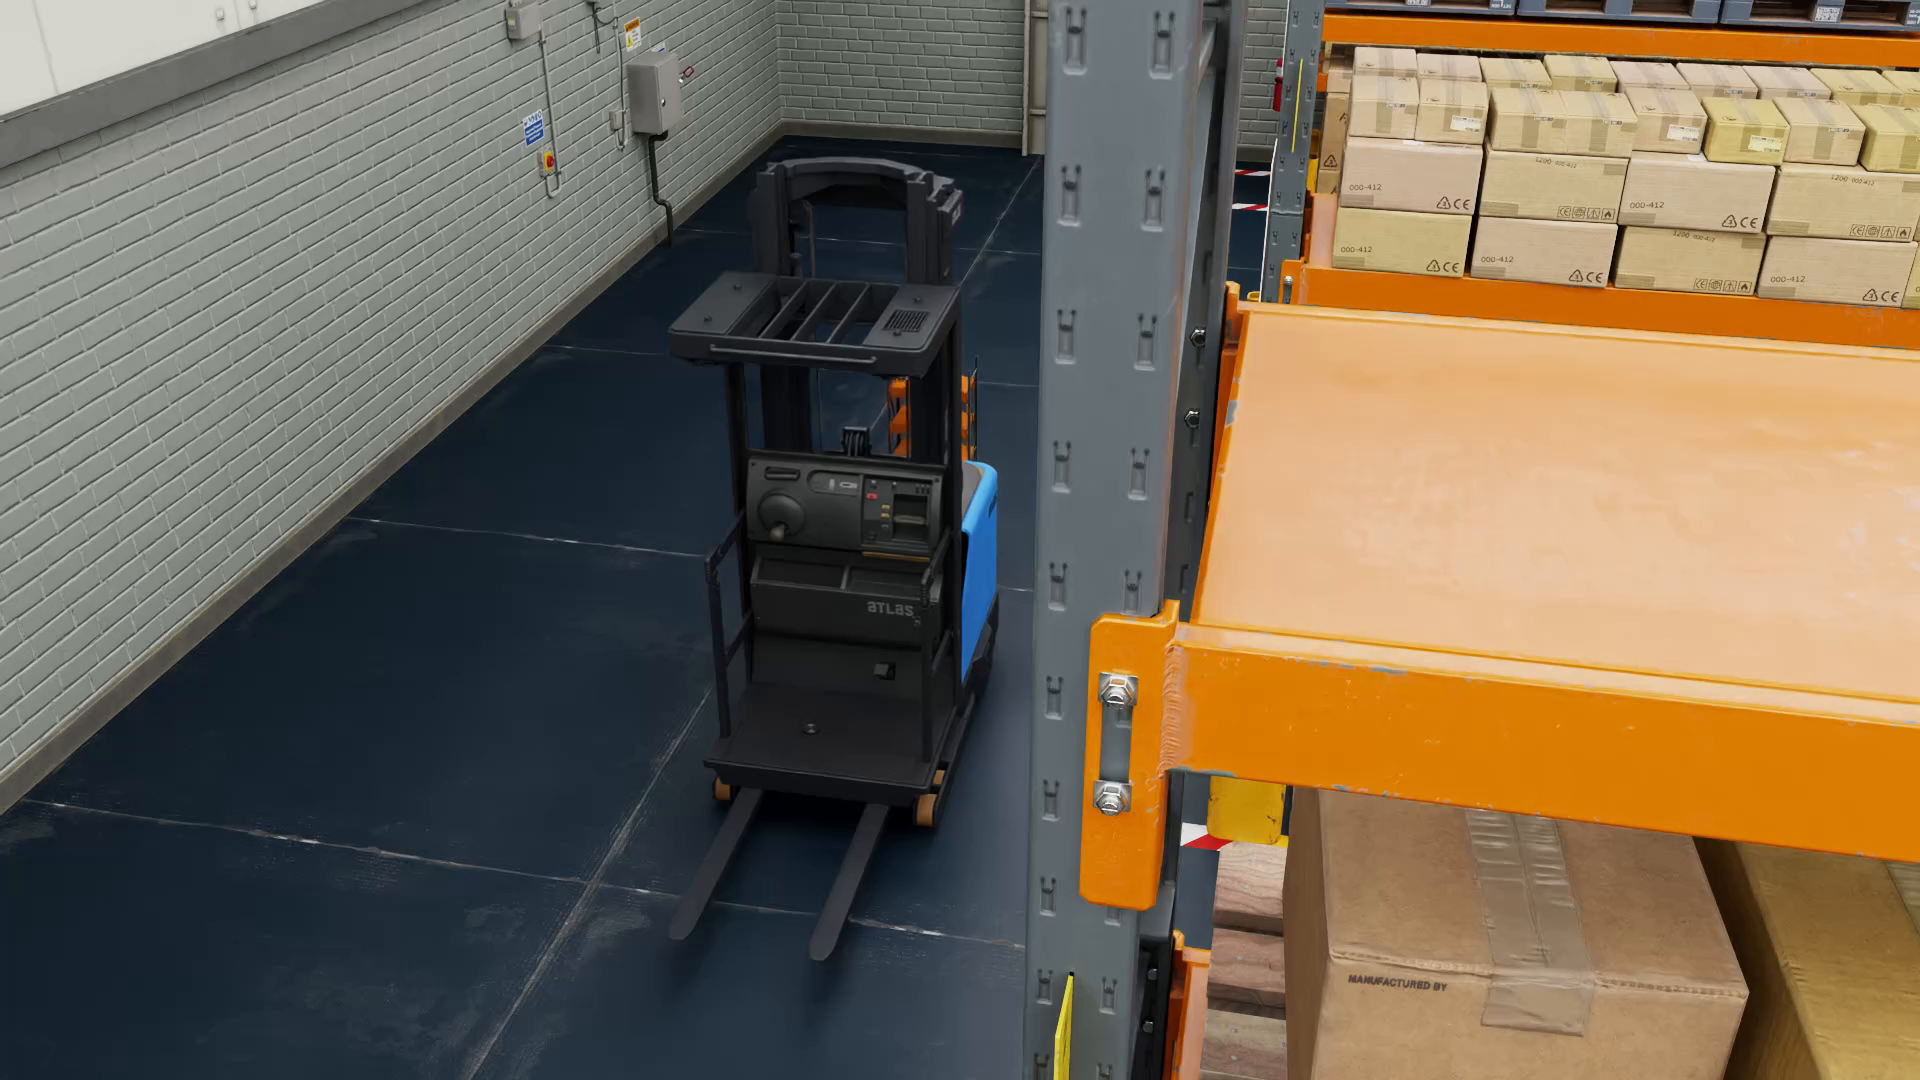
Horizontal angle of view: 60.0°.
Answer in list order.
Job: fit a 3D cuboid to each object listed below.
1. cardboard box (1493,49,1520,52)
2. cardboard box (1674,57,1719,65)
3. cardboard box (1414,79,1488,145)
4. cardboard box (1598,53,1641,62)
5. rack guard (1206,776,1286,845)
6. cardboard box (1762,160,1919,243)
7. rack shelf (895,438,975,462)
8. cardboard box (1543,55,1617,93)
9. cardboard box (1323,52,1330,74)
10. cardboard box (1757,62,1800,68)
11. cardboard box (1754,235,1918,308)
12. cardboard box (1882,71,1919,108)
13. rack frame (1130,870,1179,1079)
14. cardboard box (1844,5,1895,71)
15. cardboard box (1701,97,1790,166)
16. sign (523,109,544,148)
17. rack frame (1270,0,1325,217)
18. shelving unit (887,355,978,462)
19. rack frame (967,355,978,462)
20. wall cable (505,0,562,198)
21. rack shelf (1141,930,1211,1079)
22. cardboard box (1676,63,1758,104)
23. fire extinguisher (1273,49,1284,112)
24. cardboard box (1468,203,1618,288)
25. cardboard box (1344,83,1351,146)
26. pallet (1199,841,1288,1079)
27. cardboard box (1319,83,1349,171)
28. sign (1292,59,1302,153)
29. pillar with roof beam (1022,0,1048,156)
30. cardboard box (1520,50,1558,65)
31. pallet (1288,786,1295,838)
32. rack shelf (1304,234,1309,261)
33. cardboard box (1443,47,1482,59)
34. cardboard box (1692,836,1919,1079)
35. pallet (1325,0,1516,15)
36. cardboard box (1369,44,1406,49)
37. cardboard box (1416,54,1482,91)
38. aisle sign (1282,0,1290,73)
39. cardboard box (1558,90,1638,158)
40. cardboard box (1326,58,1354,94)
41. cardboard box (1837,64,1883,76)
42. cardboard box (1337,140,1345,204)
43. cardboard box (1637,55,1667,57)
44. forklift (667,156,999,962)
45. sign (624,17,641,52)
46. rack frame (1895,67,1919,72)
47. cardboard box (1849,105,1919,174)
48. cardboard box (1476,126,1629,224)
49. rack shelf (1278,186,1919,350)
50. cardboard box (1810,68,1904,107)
[{"bbox_3d":[5.223,-4.596,15.530,0.500,0.250,0.500,5,29,9],"label":"cardboard box"},{"bbox_3d":[4.970,-3.150,11.222,0.250,0.149,0.380,5,29,9],"label":"cardboard box"},{"bbox_3d":[1.889,-1.649,6.397,0.250,0.149,0.380,7,29,13],"label":"cardboard box"},{"bbox_3d":[4.481,-3.194,11.302,0.250,0.149,0.380,6,29,11],"label":"cardboard box"},{"bbox_3d":[1.448,0.926,8.201,0.348,0.500,1.175,6,29,11],"label":"rack guard"},{"bbox_3d":[3.247,-1.323,6.218,0.500,0.250,0.500,5,29,9],"label":"cardboard box"},{"bbox_3d":[-0.162,-0.484,10.187,0.480,0.148,0.258,6,29,11],"label":"rack shelf"},{"bbox_3d":[2.513,-1.855,6.774,0.250,0.149,0.380,6,29,11],"label":"cardboard box"},{"bbox_3d":[3.606,-4.573,15.902,0.250,0.149,0.380,6,29,10],"label":"cardboard box"},{"bbox_3d":[5.453,-3.057,11.051,0.250,0.149,0.380,6,29,10],"label":"cardboard box"},{"bbox_3d":[3.283,-1.106,6.341,0.500,0.250,0.500,6,29,10],"label":"cardboard box"},{"bbox_3d":[3.777,-1.719,6.524,0.250,0.149,0.380,7,30,13],"label":"cardboard box"},{"bbox_3d":[0.240,2.141,3.378,0.127,3.000,1.000,6,29,11],"label":"rack frame"},{"bbox_3d":[8.187,-4.466,14.905,0.500,0.500,0.700,6,29,11],"label":"cardboard box"},{"bbox_3d":[2.889,-1.516,6.153,0.250,0.149,0.380,7,29,12],"label":"cardboard box"},{"bbox_3d":[-3.280,-3.170,12.797,0.001,0.218,0.327,6,29,11],"label":"sign"},{"bbox_3d":[1.374,-2.810,6.174,0.127,3.000,1.000,6,29,11],"label":"rack frame"},{"bbox_3d":[-0.162,-0.543,10.154,0.503,1.200,0.258,6,29,11],"label":"shelving unit"},{"bbox_3d":[0.077,-0.518,10.110,0.015,1.200,0.240,6,29,11],"label":"rack frame"},{"bbox_3d":[-3.210,-3.527,12.640,0.123,1.953,0.585,6,29,11],"label":"wall cable"},{"bbox_3d":[2.195,1.341,2.464,4.000,0.370,1.077,6,29,11],"label":"rack shelf"},{"bbox_3d":[3.007,-1.784,6.644,0.250,0.149,0.380,6,29,12],"label":"cardboard box"},{"bbox_3d":[3.102,-4.445,15.876,0.183,0.674,0.296,6,29,11],"label":"fire extinguisher"},{"bbox_3d":[2.274,-1.208,6.528,0.500,0.250,0.500,7,29,12],"label":"cardboard box"},{"bbox_3d":[1.878,-1.721,6.944,0.500,0.250,0.500,5,29,9],"label":"cardboard box"},{"bbox_3d":[0.967,0.933,2.552,1.213,0.211,1.003,6,29,11],"label":"pallet"},{"bbox_3d":[2.719,-2.814,11.283,0.500,0.500,0.500,5,29,9],"label":"cardboard box"},{"bbox_3d":[1.261,-1.623,6.218,0.005,0.325,0.100,6,29,11],"label":"sign"},{"bbox_3d":[-0.006,-6.148,12.271,0.400,9.000,9.100,6,29,11],"label":"pillar with roof beam"},{"bbox_3d":[3.961,-3.236,11.378,0.250,0.149,0.380,7,29,12],"label":"cardboard box"},{"bbox_3d":[2.236,1.150,8.091,1.213,0.211,1.003,6,29,11],"label":"pallet"},{"bbox_3d":[4.265,-1.997,11.685,4.000,0.370,1.077,6,29,11],"label":"rack shelf"},{"bbox_3d":[3.463,-3.293,11.483,0.250,0.149,0.380,7,29,12],"label":"cardboard box"},{"bbox_3d":[1.284,0.693,2.253,0.500,0.500,0.700,5,29,9],"label":"cardboard box"},{"bbox_3d":[3.037,-3.721,11.053,1.213,0.211,1.003,6,29,11],"label":"pallet"},{"bbox_3d":[2.955,-3.324,11.539,0.250,0.149,0.380,6,29,11],"label":"cardboard box"},{"bbox_3d":[1.986,-1.866,6.794,0.250,0.149,0.380,6,29,11],"label":"cardboard box"},{"bbox_3d":[2.178,-3.524,11.019,0.004,0.787,0.394,6,29,11],"label":"aisle sign"},{"bbox_3d":[2.377,-1.563,6.240,0.250,0.149,0.380,6,29,11],"label":"cardboard box"},{"bbox_3d":[2.598,-3.114,11.157,0.250,0.149,0.380,6,29,12],"label":"cardboard box"},{"bbox_3d":[5.966,-3.033,11.007,0.250,0.149,0.380,5,29,10],"label":"cardboard box"},{"bbox_3d":[1.874,-1.507,7.074,0.500,0.250,0.500,5,29,9],"label":"cardboard box"},{"bbox_3d":[6.212,-4.488,15.332,0.500,0.250,0.500,6,29,11],"label":"cardboard box"},{"bbox_3d":[-0.583,-0.112,7.565,1.130,2.935,3.031,6,29,10],"label":"forklift"},{"bbox_3d":[-2.843,-4.397,14.459,0.001,0.242,0.339,6,29,11],"label":"sign"},{"bbox_3d":[6.221,-2.112,11.146,0.127,3.000,1.000,6,29,11],"label":"rack frame"},{"bbox_3d":[3.401,-1.458,6.048,0.250,0.149,0.380,5,29,10],"label":"cardboard box"},{"bbox_3d":[2.260,-1.430,6.412,0.500,0.250,0.500,6,29,10],"label":"cardboard box"},{"bbox_3d":[3.330,-0.978,6.700,4.000,0.370,1.077,6,29,11],"label":"rack shelf"},{"bbox_3d":[3.518,-1.739,6.561,0.250,0.149,0.380,5,29,9],"label":"cardboard box"}]
